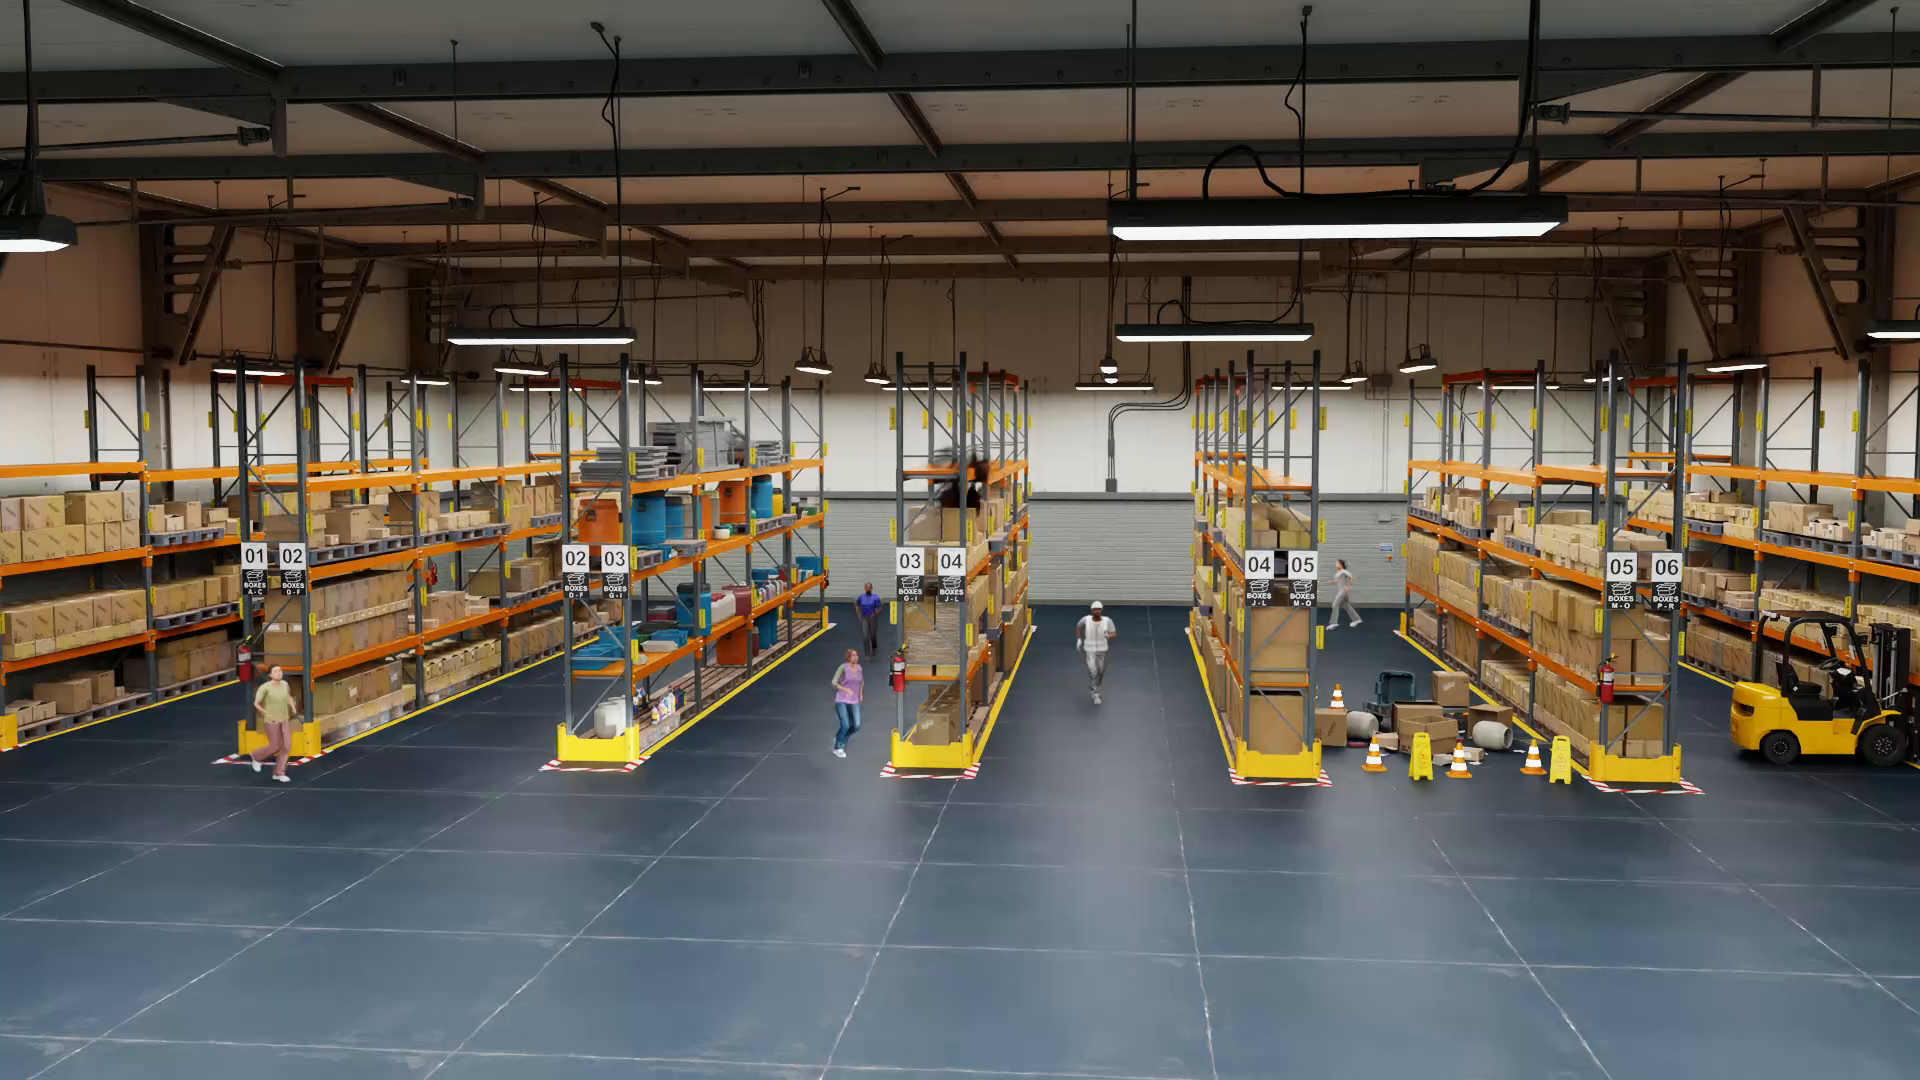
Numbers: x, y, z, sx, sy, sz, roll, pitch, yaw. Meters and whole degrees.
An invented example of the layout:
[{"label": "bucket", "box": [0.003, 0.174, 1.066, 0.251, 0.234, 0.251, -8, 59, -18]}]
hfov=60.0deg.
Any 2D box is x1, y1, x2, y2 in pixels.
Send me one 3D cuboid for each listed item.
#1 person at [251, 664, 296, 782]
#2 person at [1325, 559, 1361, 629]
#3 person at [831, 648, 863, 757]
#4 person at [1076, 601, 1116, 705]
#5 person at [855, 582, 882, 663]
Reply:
[{"label": "person", "box": [-9.603, 2.541, 23.296, 0.658, 1.646, 0.581, 3, 5, 34]}, {"label": "person", "box": [9.273, 1.307, 40.170, 0.887, 1.696, 0.518, 0, 4, 5]}, {"label": "person", "box": [-1.541, 2.296, 23.464, 0.557, 1.543, 0.542, -3, 5, -32]}, {"label": "person", "box": [2.430, 1.974, 29.585, 0.679, 1.782, 0.992, 0, 4, -4]}, {"label": "person", "box": [-1.921, 1.709, 34.910, 0.585, 1.650, 0.727, 0, 4, 2]}]
